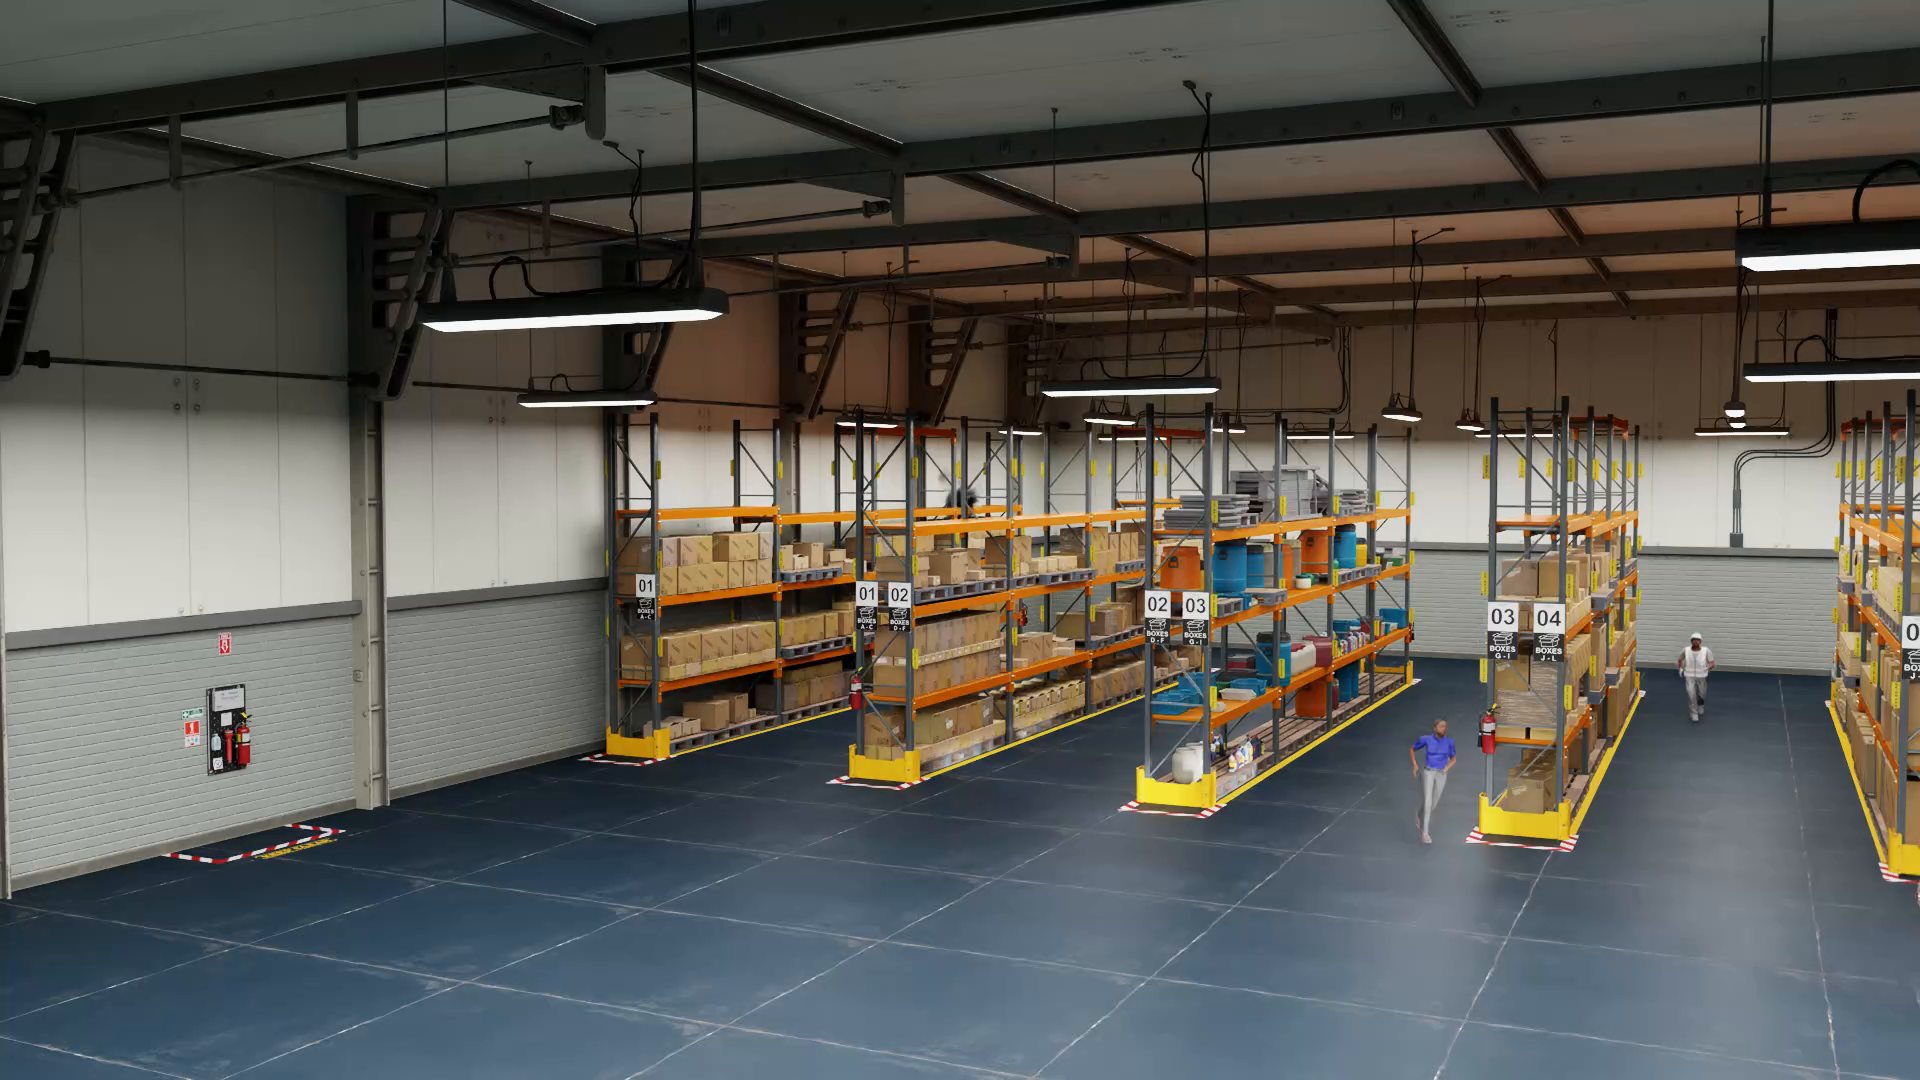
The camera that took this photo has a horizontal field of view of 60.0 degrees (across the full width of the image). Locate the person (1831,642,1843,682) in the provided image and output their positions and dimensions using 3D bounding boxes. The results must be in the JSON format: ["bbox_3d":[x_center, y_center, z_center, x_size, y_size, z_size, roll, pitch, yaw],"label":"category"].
[{"bbox_3d":[19.116,2.624,35.896,0.552,1.760,0.664,1,3,18],"label":"person"}]

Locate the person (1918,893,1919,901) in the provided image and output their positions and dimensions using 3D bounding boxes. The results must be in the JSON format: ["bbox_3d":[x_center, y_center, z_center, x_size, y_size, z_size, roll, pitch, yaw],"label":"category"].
[{"bbox_3d":[9.015,3.539,15.036,0.538,1.628,0.576,-2,3,-32],"label":"person"}]

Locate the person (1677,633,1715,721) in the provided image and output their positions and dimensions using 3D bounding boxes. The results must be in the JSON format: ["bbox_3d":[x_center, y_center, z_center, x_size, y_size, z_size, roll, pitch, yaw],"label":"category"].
[{"bbox_3d":[14.695,2.731,33.217,0.683,1.747,0.730,1,3,26],"label":"person"}]

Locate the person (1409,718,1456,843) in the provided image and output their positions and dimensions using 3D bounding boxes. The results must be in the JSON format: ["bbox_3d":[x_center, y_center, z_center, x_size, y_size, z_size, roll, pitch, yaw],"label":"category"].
[{"bbox_3d":[6.467,3.249,22.696,0.609,1.654,0.825,0,2,-1],"label":"person"}]
